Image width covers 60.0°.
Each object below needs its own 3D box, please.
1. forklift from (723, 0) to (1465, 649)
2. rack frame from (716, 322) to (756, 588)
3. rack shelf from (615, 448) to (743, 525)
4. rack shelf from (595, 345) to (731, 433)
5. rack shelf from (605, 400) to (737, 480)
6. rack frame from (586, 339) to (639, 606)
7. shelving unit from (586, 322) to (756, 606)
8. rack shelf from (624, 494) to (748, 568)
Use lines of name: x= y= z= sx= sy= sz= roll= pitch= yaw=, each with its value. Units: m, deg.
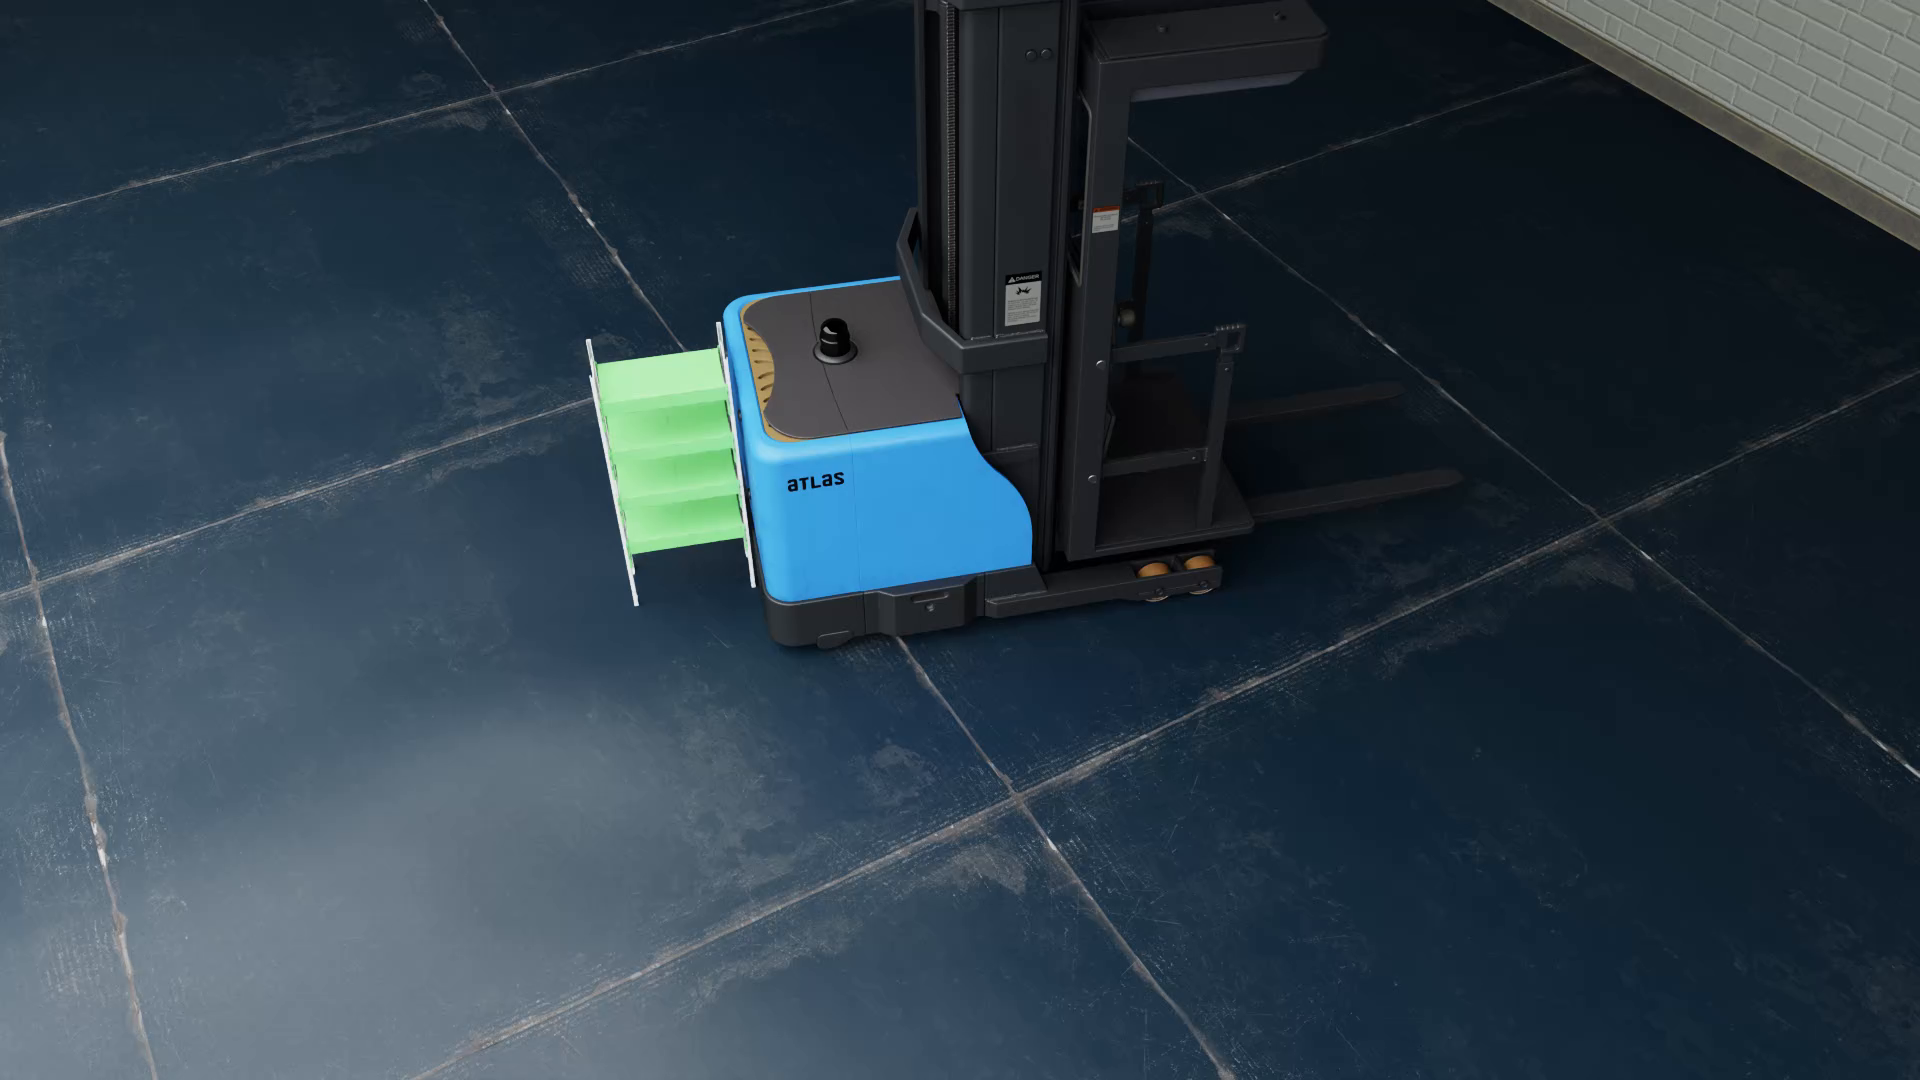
forklift: x=0.615 y=-1.148 z=6.258 sx=3.031 sy=2.935 sz=1.130 roll=-9 pitch=45 yaw=-9
rack frame: x=-0.891 y=-0.313 z=6.641 sx=0.015 sy=1.200 sz=0.240 roll=-9 pitch=45 yaw=-9
rack shelf: x=-1.129 y=-0.230 z=6.647 sx=0.480 sy=0.148 sz=0.258 roll=-9 pitch=45 yaw=-9
rack shelf: x=-1.129 y=-0.575 z=6.313 sx=0.480 sy=0.148 sz=0.258 roll=-9 pitch=45 yaw=-9
rack shelf: x=-1.129 y=-0.403 z=6.480 sx=0.480 sy=0.148 sz=0.258 roll=-9 pitch=45 yaw=-9
rack frame: x=-1.367 y=-0.239 z=6.564 sx=0.015 sy=1.200 sz=0.240 roll=-9 pitch=45 yaw=-9
shelving unit: x=-1.129 y=-0.276 z=6.603 sx=0.503 sy=1.200 sz=0.258 roll=-9 pitch=45 yaw=-9
rack shelf: x=-1.129 y=-0.058 z=6.814 sx=0.480 sy=0.148 sz=0.258 roll=-9 pitch=45 yaw=-9
